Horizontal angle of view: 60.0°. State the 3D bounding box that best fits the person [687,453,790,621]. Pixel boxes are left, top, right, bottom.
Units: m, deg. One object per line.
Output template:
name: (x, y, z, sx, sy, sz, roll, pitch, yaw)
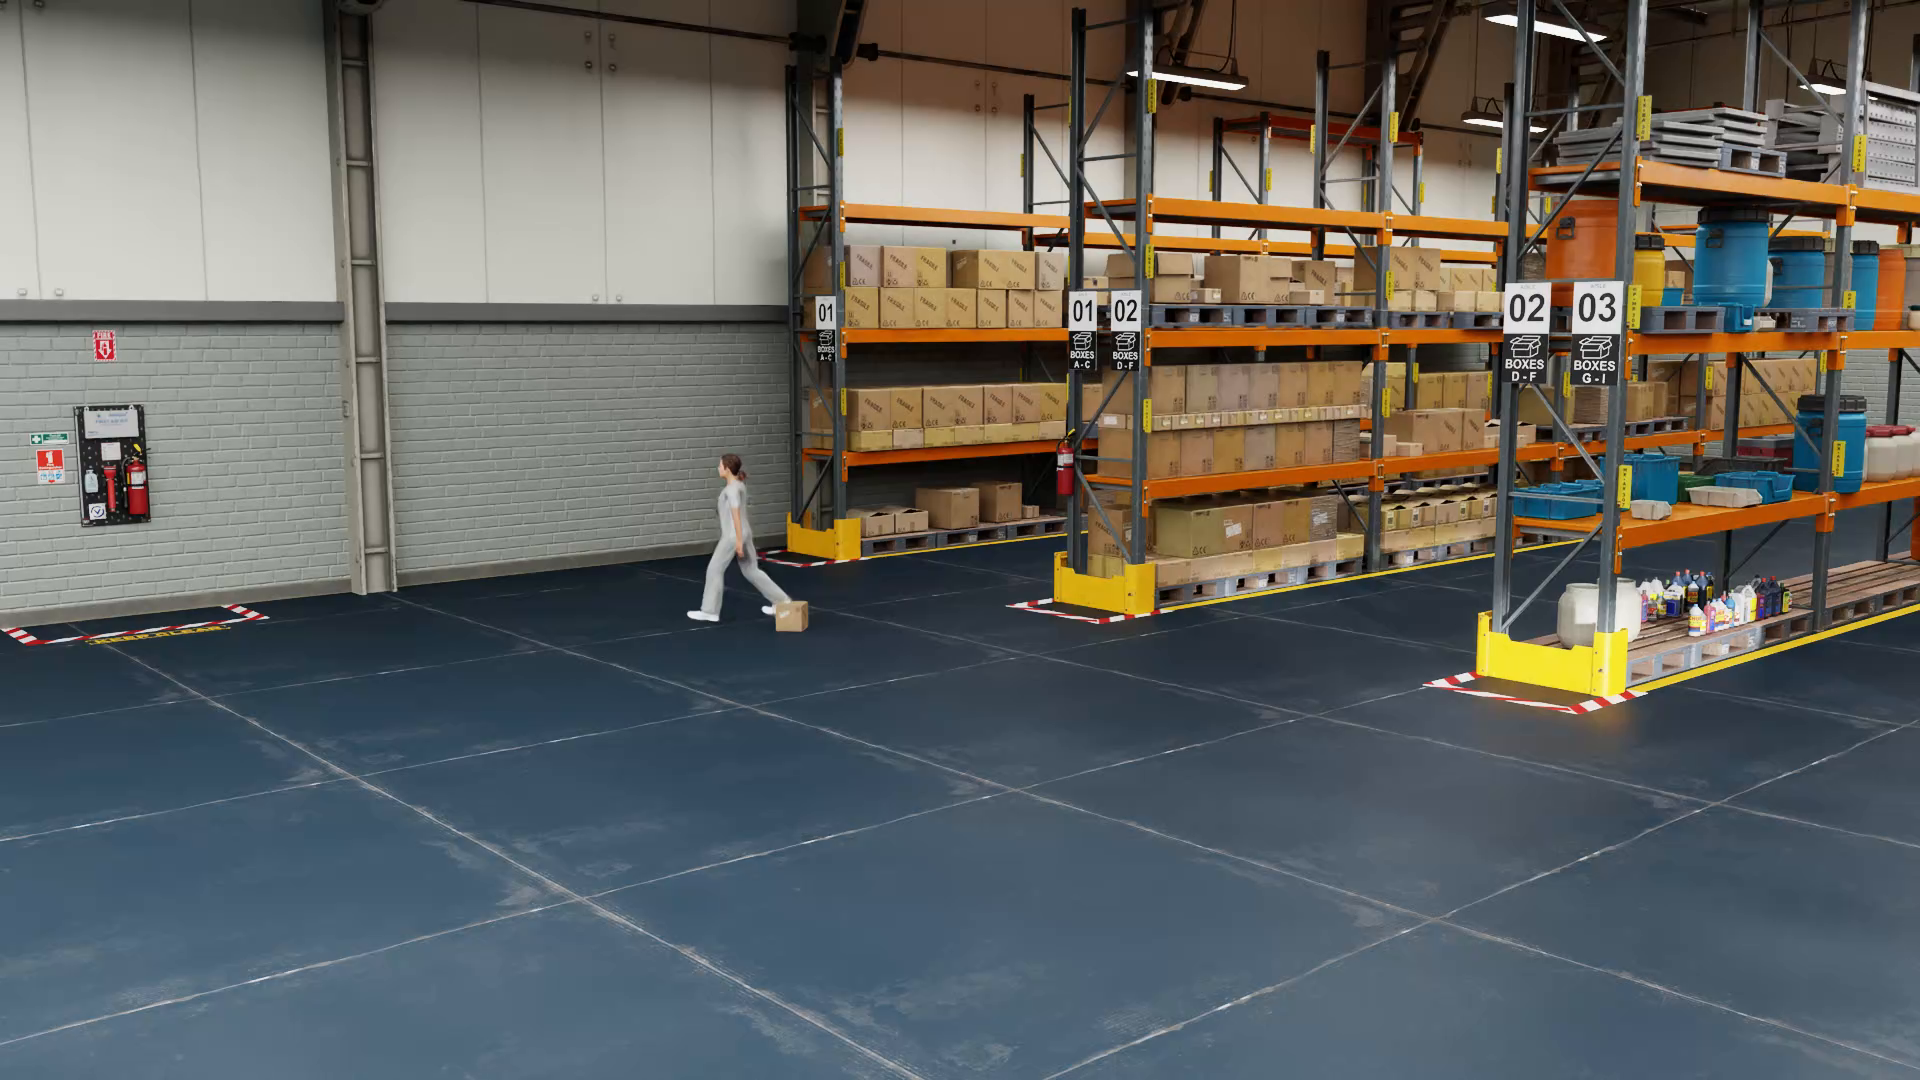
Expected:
person: (-2.123, -0.023, 16.025, 1.016, 1.623, 0.456, 1, 8, 7)
